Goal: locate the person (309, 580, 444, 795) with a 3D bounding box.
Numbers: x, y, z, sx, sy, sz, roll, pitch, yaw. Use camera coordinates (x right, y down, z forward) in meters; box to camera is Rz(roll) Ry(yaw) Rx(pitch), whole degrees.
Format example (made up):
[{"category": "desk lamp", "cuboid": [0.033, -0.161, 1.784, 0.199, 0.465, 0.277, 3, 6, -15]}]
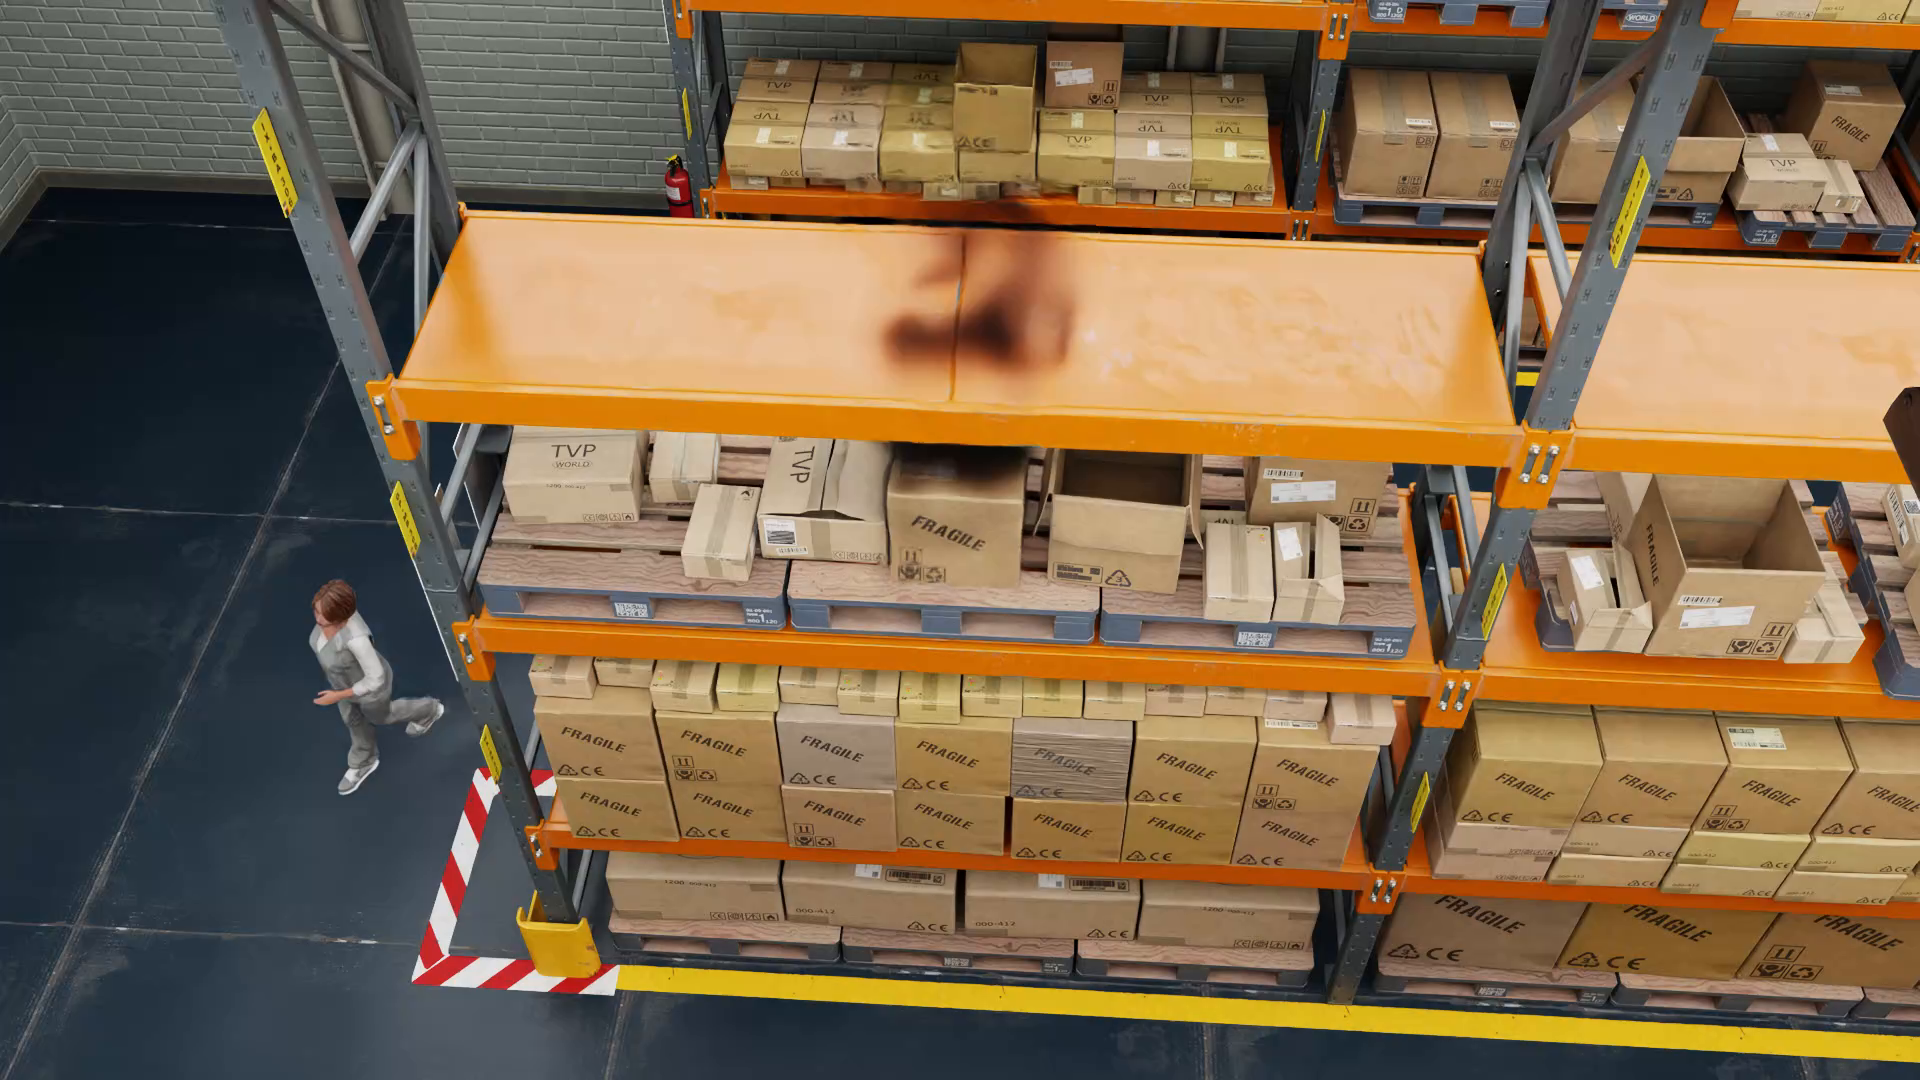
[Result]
[{"category": "person", "cuboid": [-3.072, 0.733, 8.638, 0.563, 1.607, 0.693, 34, 56, 27]}]
